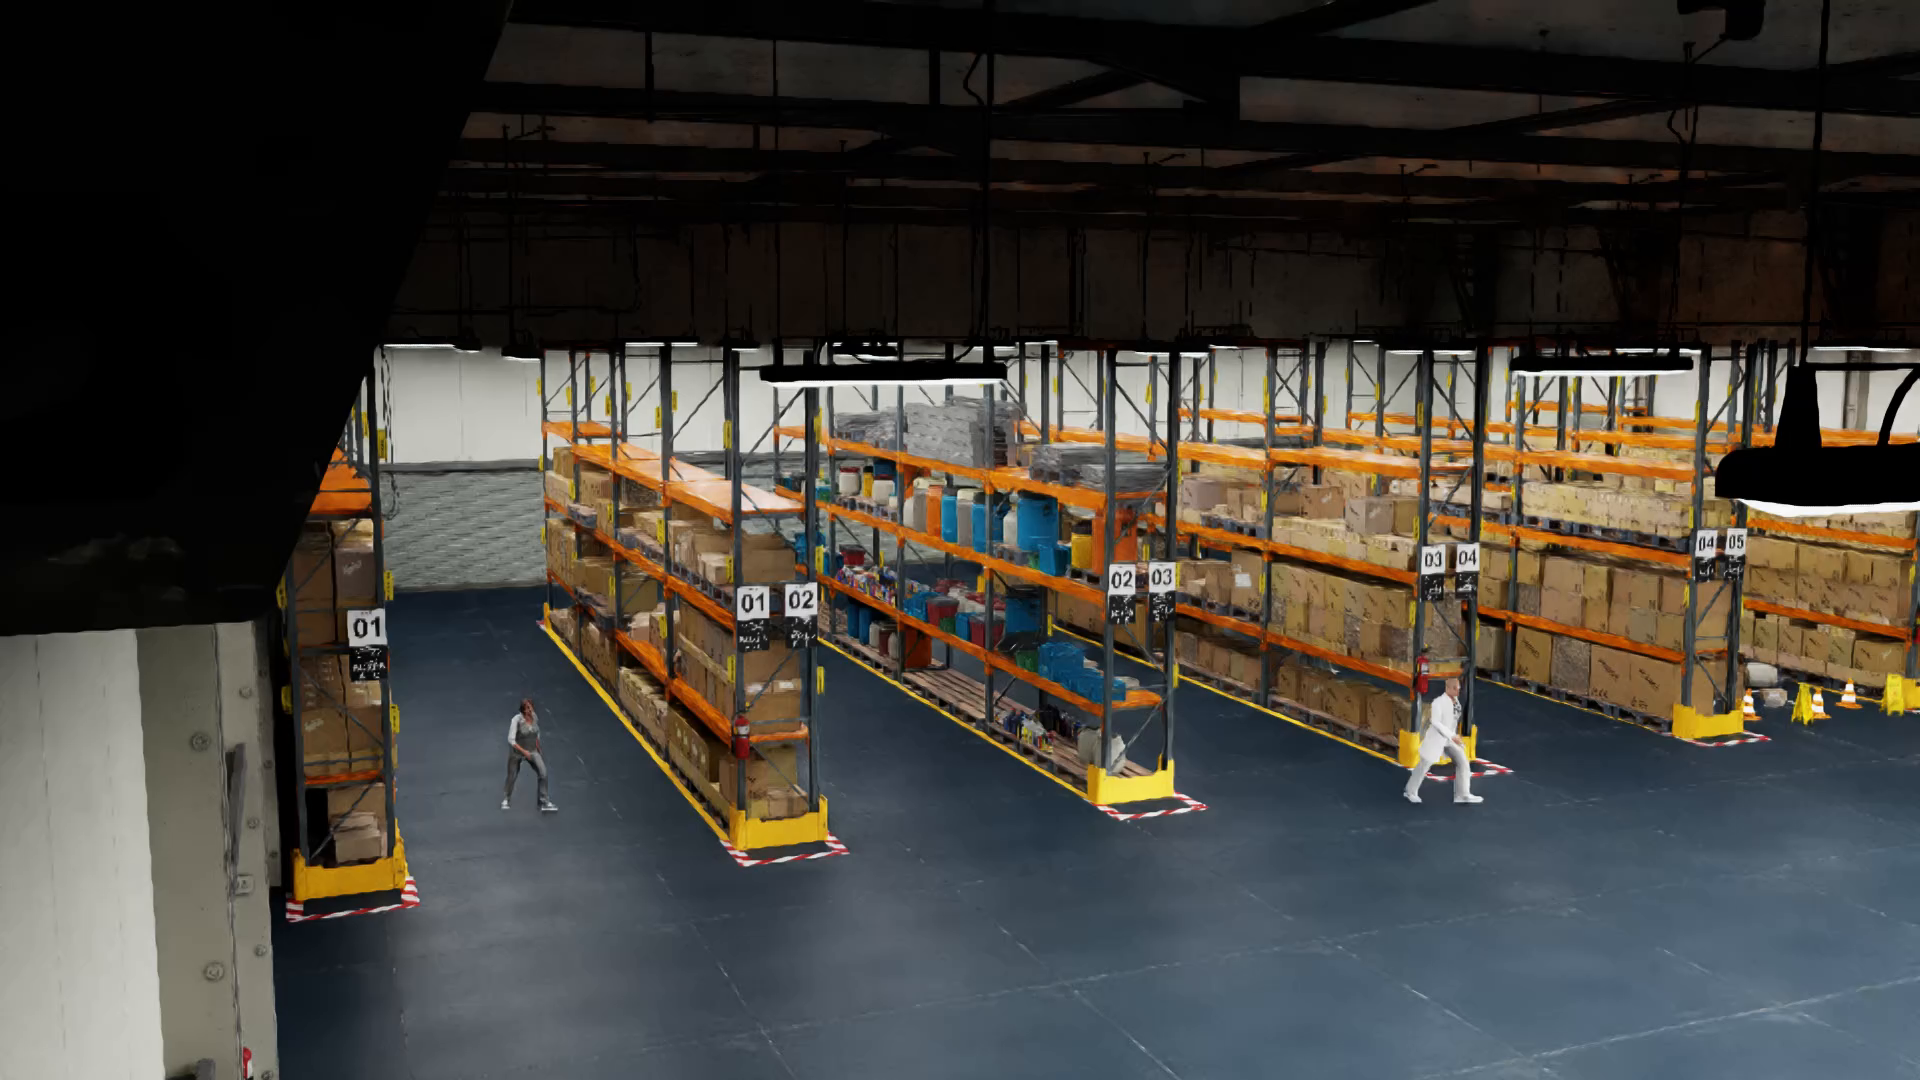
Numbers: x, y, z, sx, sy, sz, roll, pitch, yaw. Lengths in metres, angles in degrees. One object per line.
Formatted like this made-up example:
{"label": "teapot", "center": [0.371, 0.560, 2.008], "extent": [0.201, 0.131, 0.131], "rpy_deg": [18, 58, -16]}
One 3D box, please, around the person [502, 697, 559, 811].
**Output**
{"label": "person", "center": [-5.648, 2.764, 21.593], "extent": [0.568, 1.528, 0.780], "rpy_deg": [-6, 10, -40]}

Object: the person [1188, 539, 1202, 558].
{"label": "person", "center": [5.053, 0.815, 36.000], "extent": [0.560, 1.663, 0.586], "rpy_deg": [0, 7, 0]}

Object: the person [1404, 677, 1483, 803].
{"label": "person", "center": [6.344, 2.628, 21.925], "extent": [0.735, 1.712, 0.905], "rpy_deg": [-6, 9, -38]}

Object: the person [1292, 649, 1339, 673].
{"label": "person", "center": [6.364, 1.625, 30.047], "extent": [0.609, 1.604, 0.814], "rpy_deg": [-6, 9, -38]}
